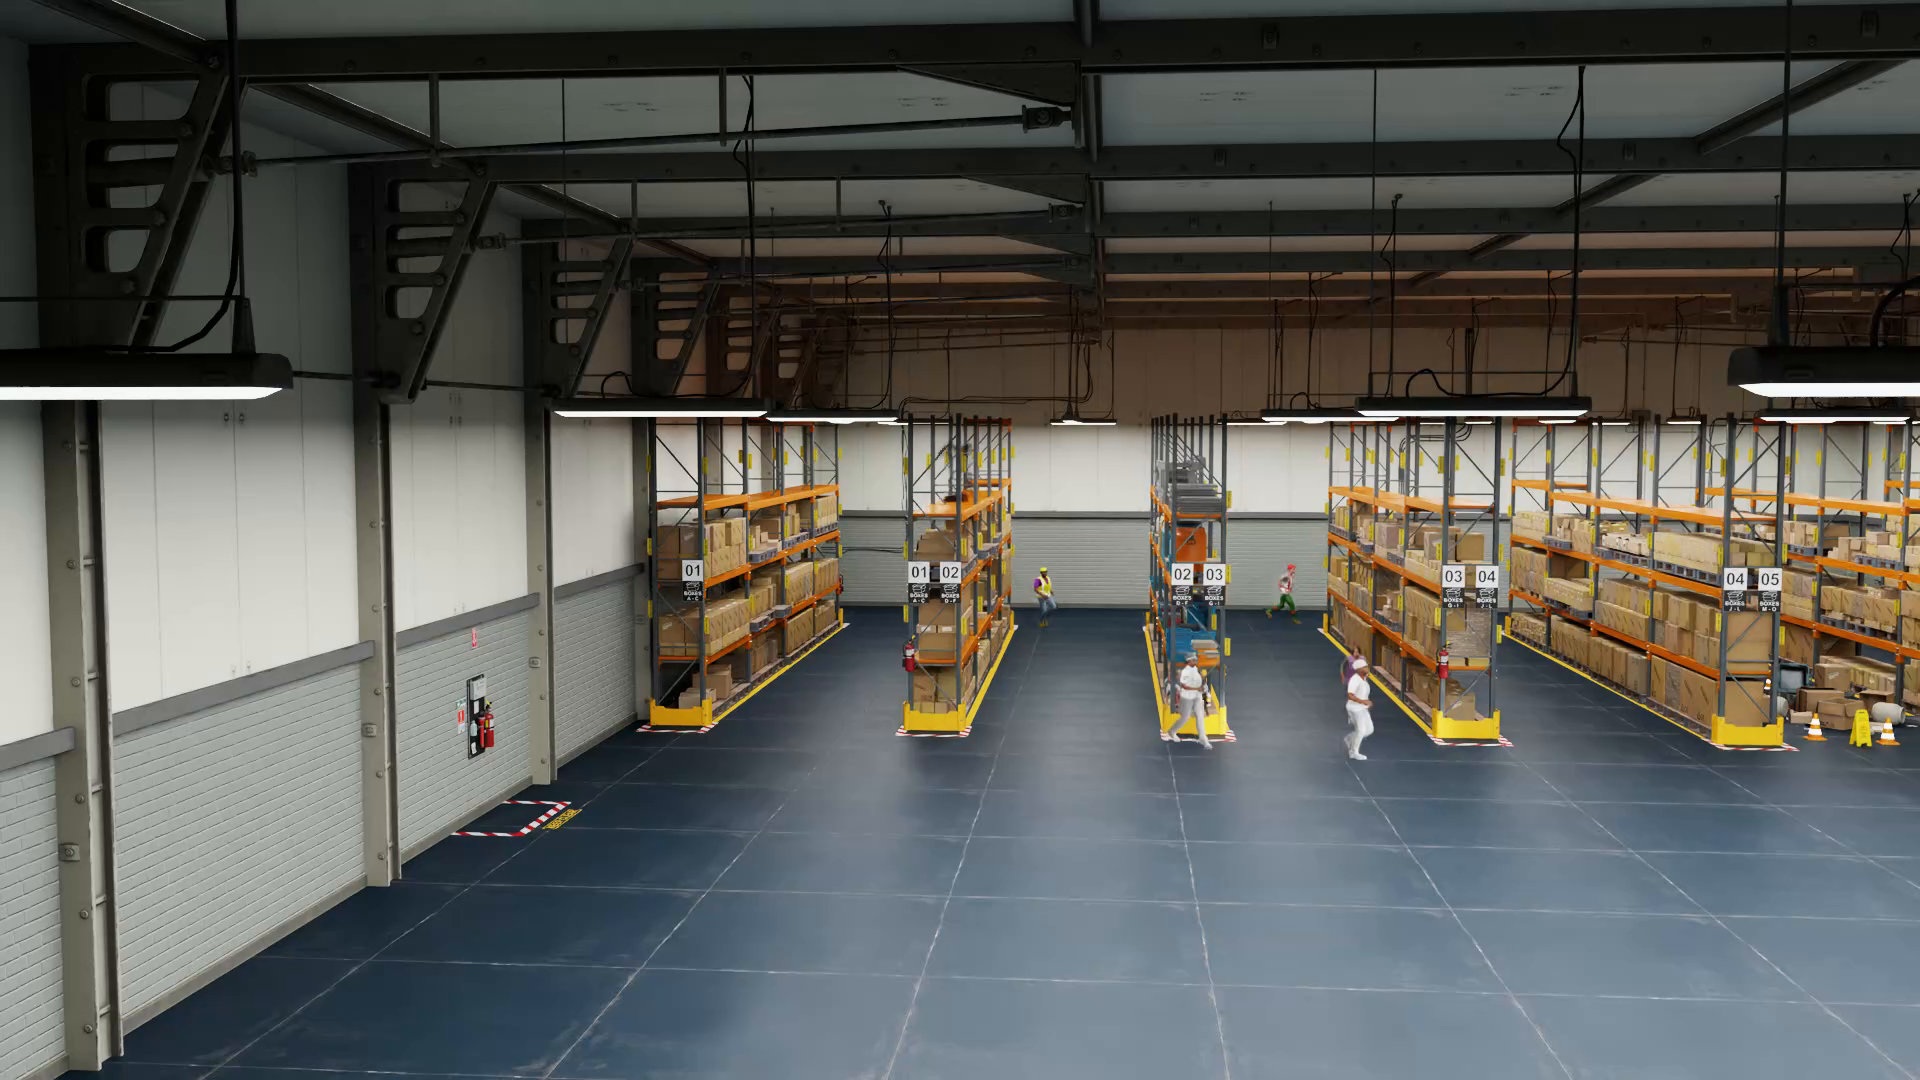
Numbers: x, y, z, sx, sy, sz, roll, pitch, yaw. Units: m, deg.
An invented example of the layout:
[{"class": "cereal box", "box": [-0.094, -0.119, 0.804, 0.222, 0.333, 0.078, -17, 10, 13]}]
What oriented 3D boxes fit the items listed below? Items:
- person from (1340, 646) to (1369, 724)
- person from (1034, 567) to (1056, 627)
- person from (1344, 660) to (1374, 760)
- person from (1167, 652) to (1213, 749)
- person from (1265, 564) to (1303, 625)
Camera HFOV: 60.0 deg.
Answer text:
[{"class": "person", "box": [7.676, 2.800, 32.412, 0.533, 1.537, 0.712, 0, 4, 3]}, {"class": "person", "box": [2.454, 1.641, 47.767, 0.721, 1.727, 0.592, -3, 5, -41]}, {"class": "person", "box": [6.898, 2.927, 28.735, 0.612, 1.733, 0.683, 2, 5, 31]}, {"class": "person", "box": [4.122, 2.856, 29.837, 0.910, 1.713, 0.583, 3, 5, 42]}, {"class": "person", "box": [9.469, 1.580, 48.582, 1.138, 1.774, 0.659, 2, 4, 26]}]
